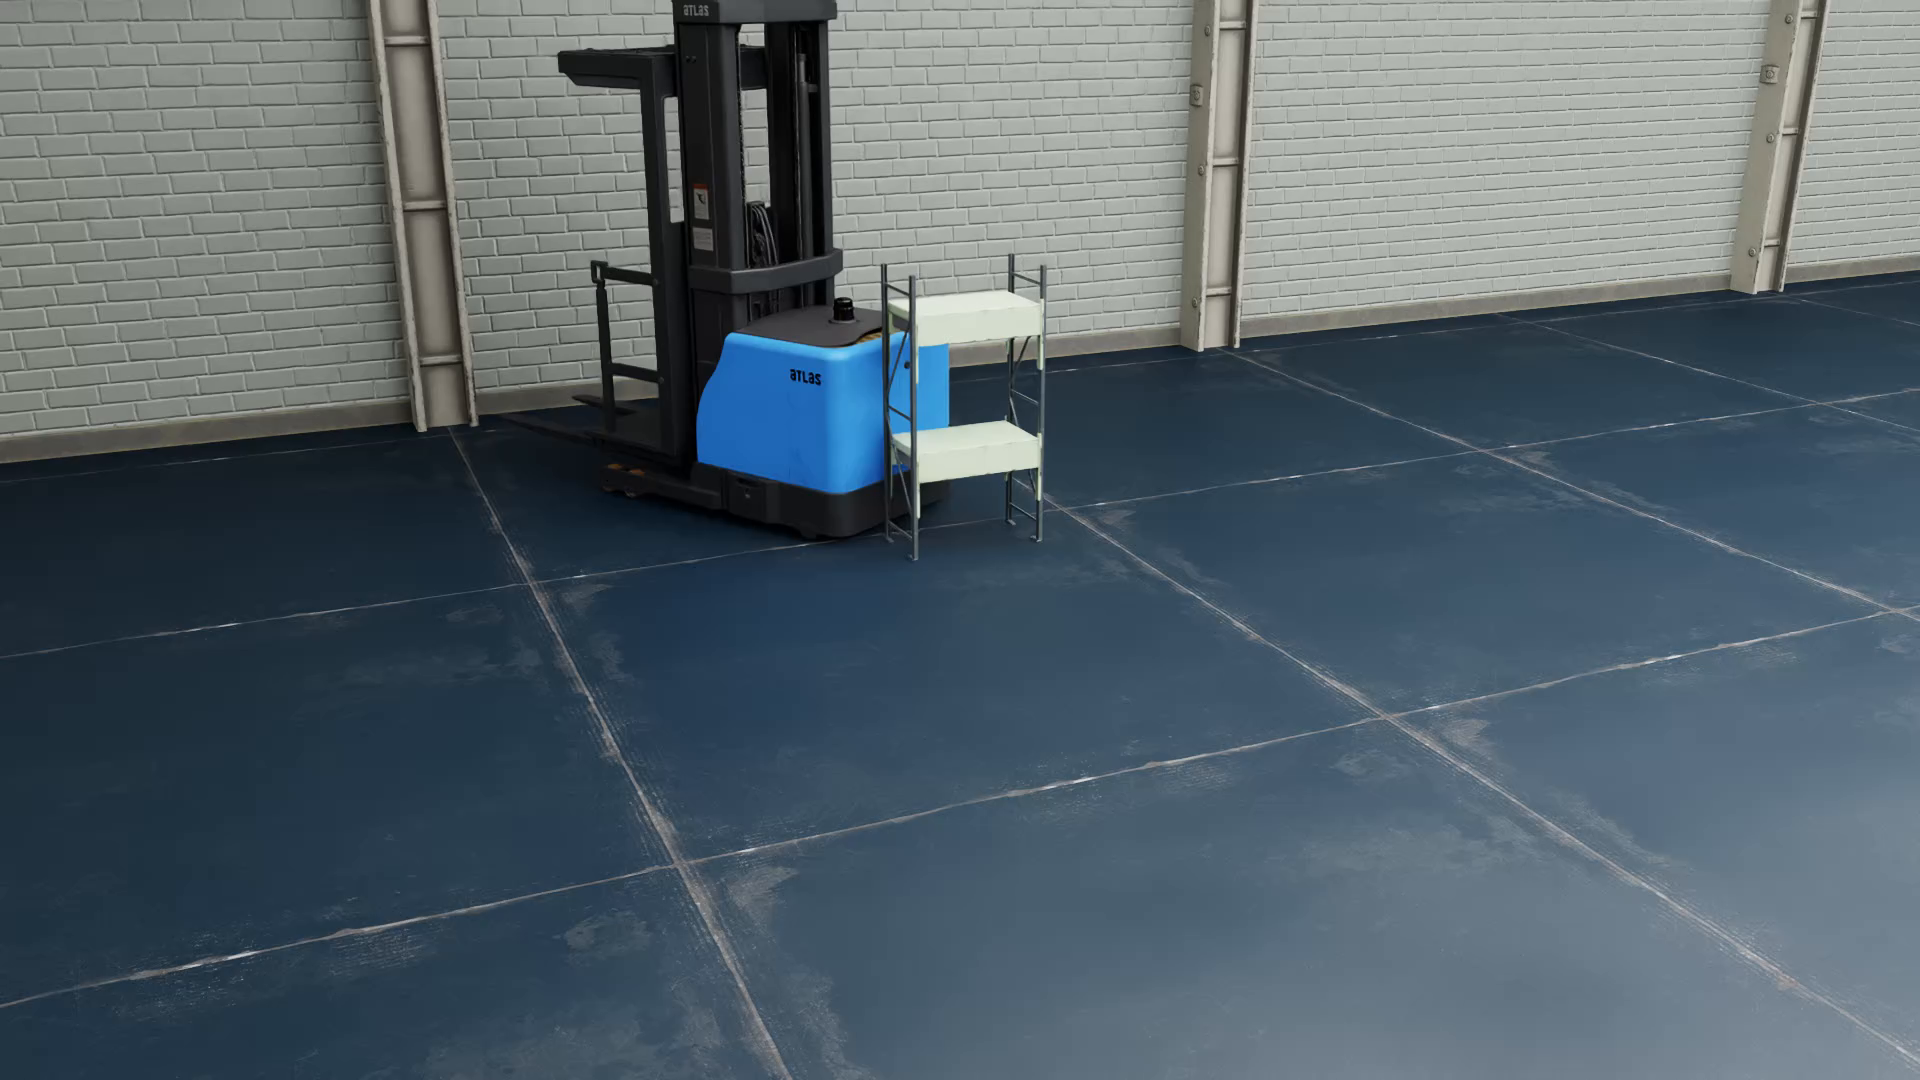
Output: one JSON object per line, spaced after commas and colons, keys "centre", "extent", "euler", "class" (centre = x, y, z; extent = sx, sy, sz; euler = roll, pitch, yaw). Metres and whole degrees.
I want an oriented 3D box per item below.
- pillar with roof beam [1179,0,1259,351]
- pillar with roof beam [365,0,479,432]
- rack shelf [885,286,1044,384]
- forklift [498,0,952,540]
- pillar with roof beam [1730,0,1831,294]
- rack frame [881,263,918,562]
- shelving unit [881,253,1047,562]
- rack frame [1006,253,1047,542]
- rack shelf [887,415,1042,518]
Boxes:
{"centre": [3.728, -4.513, 8.290], "extent": [0.400, 9.000, 9.100], "euler": [-8, 21, -22], "class": "pillar with roof beam"}
{"centre": [-1.781, -3.724, 6.048], "extent": [0.400, 9.000, 9.100], "euler": [-8, 21, -22], "class": "pillar with roof beam"}
{"centre": [0.019, -1.074, 8.639], "extent": [0.720, 0.370, 0.431], "euler": [-9, 21, -23], "class": "rack shelf"}
{"centre": [-1.533, -1.754, 9.590], "extent": [3.031, 2.935, 1.130], "euler": [14, 24, 34], "class": "forklift"}
{"centre": [9.238, -5.302, 10.532], "extent": [0.400, 9.000, 9.100], "euler": [-8, 21, -22], "class": "pillar with roof beam"}
{"centre": [-0.313, -0.655, 8.623], "extent": [0.023, 1.500, 0.400], "euler": [-9, 21, -23], "class": "rack frame"}
{"centre": [0.019, -0.706, 8.768], "extent": [0.755, 1.500, 0.431], "euler": [-9, 21, -23], "class": "shelving unit"}
{"centre": [0.350, -0.757, 8.914], "extent": [0.023, 1.500, 0.400], "euler": [-9, 21, -23], "class": "rack frame"}
{"centre": [0.019, -0.398, 8.877], "extent": [0.720, 0.370, 0.431], "euler": [-9, 21, -23], "class": "rack shelf"}
